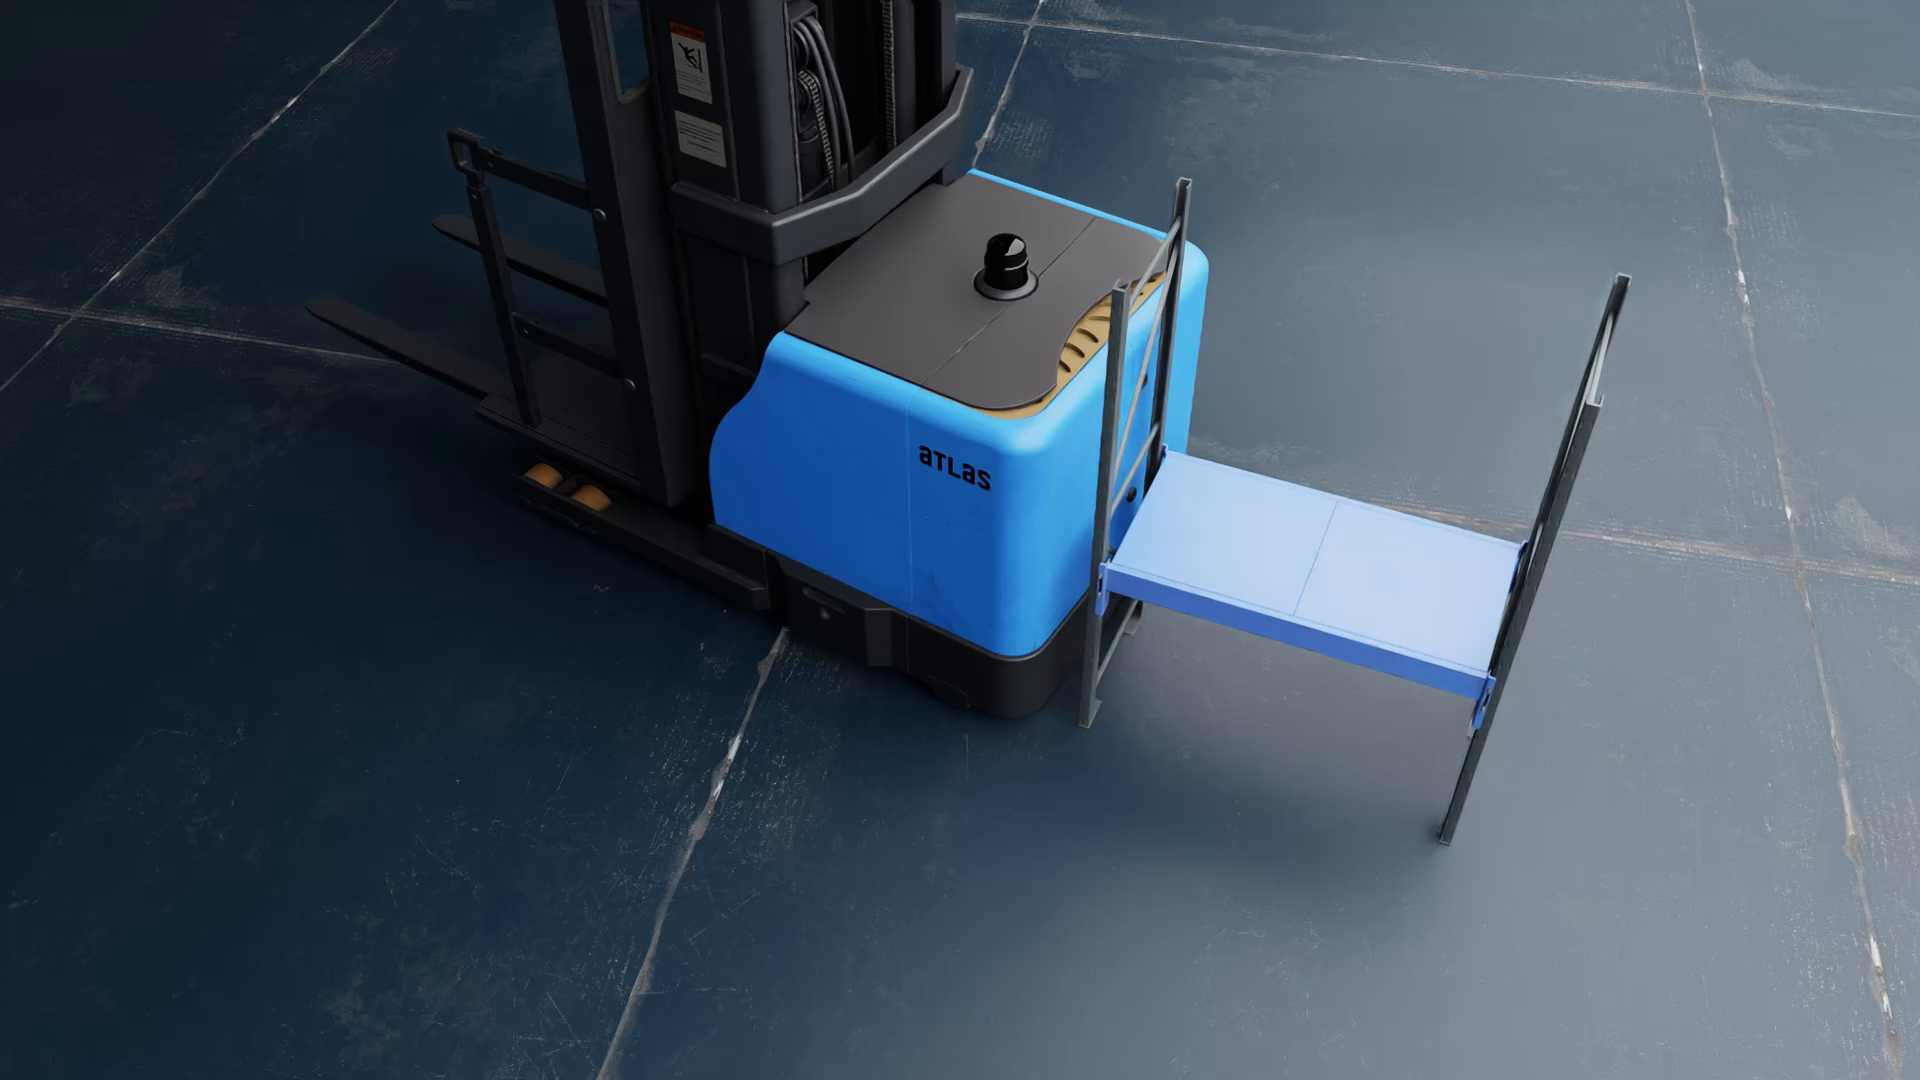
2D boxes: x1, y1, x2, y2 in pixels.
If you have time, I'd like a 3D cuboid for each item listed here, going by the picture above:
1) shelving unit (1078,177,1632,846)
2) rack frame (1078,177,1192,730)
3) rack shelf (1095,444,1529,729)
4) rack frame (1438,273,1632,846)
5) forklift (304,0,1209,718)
[{"bbox_3d":[0.914,-0.030,4.200,1.048,1.500,0.538,16,46,16],"label":"shelving unit"},{"bbox_3d":[0.446,-0.168,4.343,0.032,1.500,0.500,16,46,16],"label":"rack frame"},{"bbox_3d":[0.914,0.099,4.325,1.000,0.185,0.538,16,46,16],"label":"rack shelf"},{"bbox_3d":[1.382,0.108,4.056,0.032,1.500,0.500,16,46,16],"label":"rack frame"},{"bbox_3d":[-0.824,-1.348,4.537,3.031,2.935,1.130,24,49,23],"label":"forklift"}]
